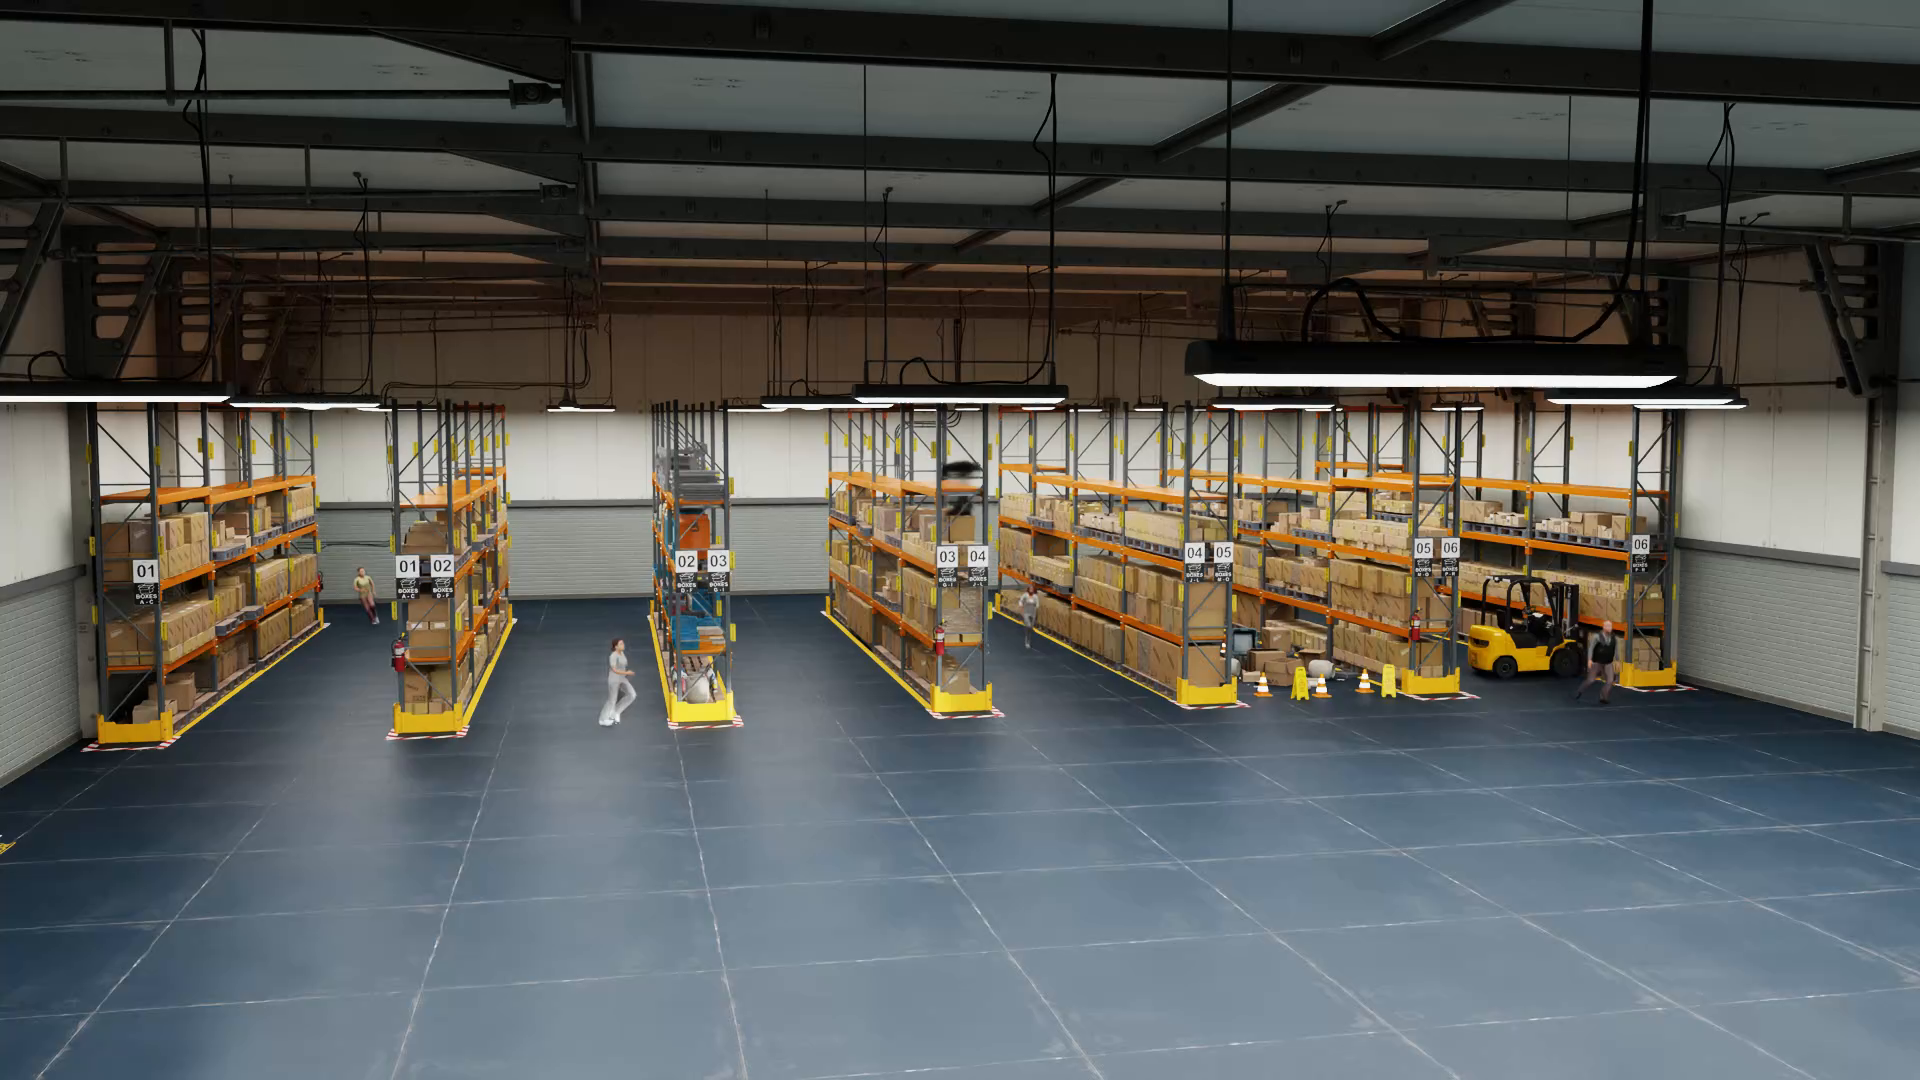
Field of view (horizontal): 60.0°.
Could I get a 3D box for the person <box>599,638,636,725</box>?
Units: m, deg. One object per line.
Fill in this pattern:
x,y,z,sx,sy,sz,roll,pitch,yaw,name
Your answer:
-6.279,2.600,30.586,0.768,1.592,0.574,2,5,21,person

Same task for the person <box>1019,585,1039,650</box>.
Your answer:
1.698,1.878,40.618,0.427,1.606,0.789,-1,5,-18,person

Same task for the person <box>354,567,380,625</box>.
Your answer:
-16.024,1.523,44.890,0.629,1.585,0.602,-3,5,-33,person

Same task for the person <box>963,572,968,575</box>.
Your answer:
0.317,1.368,47.585,0.715,1.559,1.011,-2,5,-27,person

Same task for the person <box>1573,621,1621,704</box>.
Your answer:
12.650,2.408,32.985,0.761,1.664,0.658,0,4,-7,person
